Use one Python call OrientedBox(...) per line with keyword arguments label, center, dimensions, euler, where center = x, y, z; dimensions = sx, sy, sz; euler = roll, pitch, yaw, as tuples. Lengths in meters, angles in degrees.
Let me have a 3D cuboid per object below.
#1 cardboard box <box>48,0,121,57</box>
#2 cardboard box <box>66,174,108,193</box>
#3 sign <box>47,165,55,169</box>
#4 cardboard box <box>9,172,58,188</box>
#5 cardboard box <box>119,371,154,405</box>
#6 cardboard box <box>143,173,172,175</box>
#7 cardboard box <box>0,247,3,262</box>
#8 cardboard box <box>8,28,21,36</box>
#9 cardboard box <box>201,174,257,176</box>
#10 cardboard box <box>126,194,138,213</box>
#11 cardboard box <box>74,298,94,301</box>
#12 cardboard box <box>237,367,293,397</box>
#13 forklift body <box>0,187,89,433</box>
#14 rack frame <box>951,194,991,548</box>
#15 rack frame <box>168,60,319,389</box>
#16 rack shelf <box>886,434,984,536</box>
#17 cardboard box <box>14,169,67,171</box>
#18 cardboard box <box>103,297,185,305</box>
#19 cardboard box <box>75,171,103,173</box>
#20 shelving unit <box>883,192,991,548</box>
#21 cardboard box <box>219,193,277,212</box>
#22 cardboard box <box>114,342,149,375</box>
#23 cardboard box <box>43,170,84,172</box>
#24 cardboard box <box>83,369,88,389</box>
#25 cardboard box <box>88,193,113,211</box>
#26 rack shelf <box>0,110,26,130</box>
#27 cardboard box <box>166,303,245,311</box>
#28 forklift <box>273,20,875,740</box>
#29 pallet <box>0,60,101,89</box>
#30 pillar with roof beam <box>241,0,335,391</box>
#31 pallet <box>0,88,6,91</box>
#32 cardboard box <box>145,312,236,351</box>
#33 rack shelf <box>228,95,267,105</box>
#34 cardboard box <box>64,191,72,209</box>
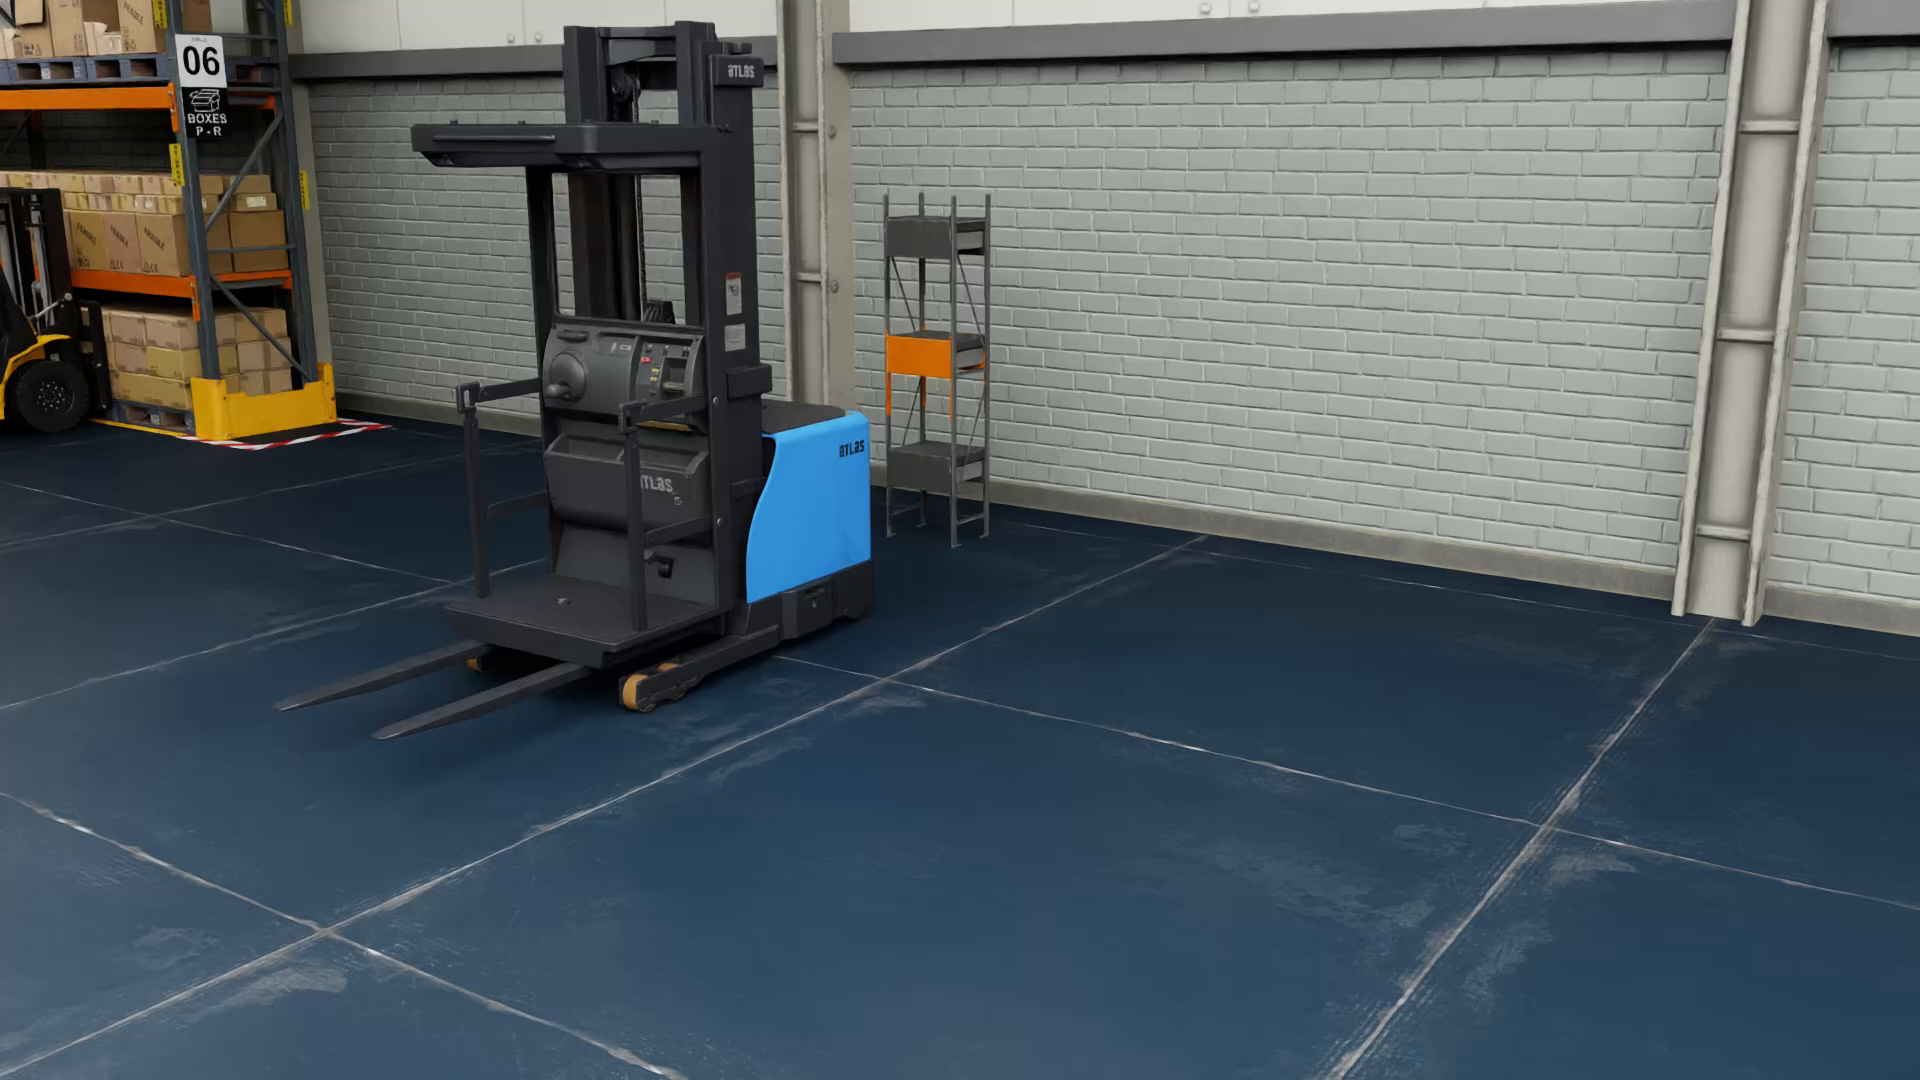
OrientedBox(label="cardboard box", center=(-7.194, -4.329, 14.037), dimensions=(0.500, 0.500, 0.700), euler=(9, 17, 33))
OrientedBox(label="cardboard box", center=(-7.426, -3.069, 14.302), dimensions=(0.250, 0.149, 0.380), euler=(10, 17, 34))
OrientedBox(label="sign", center=(-8.907, -3.510, 16.294), dimensions=(0.005, 0.325, 0.100), euler=(9, 17, 33))
OrientedBox(label="cardboard box", center=(-8.246, -3.213, 14.882), dimensions=(0.250, 0.149, 0.380), euler=(9, 16, 32))
OrientedBox(label="cardboard box", center=(-6.870, -1.342, 14.350), dimensions=(0.500, 0.250, 0.500), euler=(9, 17, 33))
OrientedBox(label="cardboard box", center=(-6.911, -3.141, 14.591), dimensions=(0.250, 0.149, 0.380), euler=(10, 17, 35))
OrientedBox(label="cardboard box", center=(-8.552, -2.811, 15.229), dimensions=(0.500, 0.500, 0.500), euler=(10, 17, 34))
OrientedBox(label="cardboard box", center=(-8.661, -4.446, 14.901), dimensions=(0.500, 0.311, 0.500), euler=(10, 17, 34))
OrientedBox(label="cardboard box", center=(-6.242, -3.048, 14.216), dimensions=(0.250, 0.149, 0.380), euler=(10, 17, 35))
OrientedBox(label="cardboard box", center=(-6.750, -2.834, 13.970), dimensions=(0.250, 0.149, 0.380), euler=(10, 17, 34))
OrientedBox(label="cardboard box", center=(-8.151, -2.033, 15.060), dimensions=(0.500, 0.250, 0.500), euler=(10, 17, 35))
OrientedBox(label="cardboard box", center=(-6.195, -1.378, 14.497), dimensions=(0.500, 0.250, 0.500), euler=(9, 17, 33))
OrientedBox(label="forklift body", center=(-8.488, -1.883, 13.453), dimensions=(1.214, 2.155, 2.313), euler=(9, 17, 33))
OrientedBox(label="rack frame", center=(0.065, -1.009, 10.028), dimensions=(0.015, 2.100, 0.400), euler=(9, 17, 33))
OrientedBox(label="rack frame", center=(-5.896, -2.404, 13.793), dimensions=(0.127, 3.000, 1.000), euler=(9, 17, 33))
OrientedBox(label="rack shelf", center=(-0.137, -0.349, 10.332), dimensions=(0.480, 0.518, 0.431), euler=(9, 17, 33))
OrientedBox(label="cardboard box", center=(-8.782, -3.466, 15.905), dimensions=(0.250, 0.149, 0.380), euler=(9, 17, 33))
OrientedBox(label="cardboard box", center=(-7.437, -2.067, 15.196), dimensions=(0.500, 0.250, 0.500), euler=(9, 16, 32))
OrientedBox(label="cardboard box", center=(-7.923, -3.331, 15.361), dimensions=(0.250, 0.149, 0.380), euler=(9, 16, 32))
OrientedBox(label="shelving unit", center=(-0.137, -1.041, 10.161), dimensions=(0.503, 2.100, 0.431), euler=(9, 17, 33))
OrientedBox(label="cardboard box", center=(-6.033, -2.865, 14.096), dimensions=(0.250, 0.149, 0.380), euler=(9, 16, 31))
OrientedBox(label="cardboard box", center=(-6.885, -1.588, 14.305), dimensions=(0.500, 0.250, 0.500), euler=(9, 17, 32))
OrientedBox(label="cardboard box", center=(-8.370, -3.391, 15.603), dimensions=(0.250, 0.149, 0.380), euler=(9, 17, 32))
OrientedBox(label="cardboard box", center=(-7.724, -1.476, 14.892), dimensions=(0.500, 0.250, 0.500), euler=(10, 17, 35))
OrientedBox(label="cardboard box", center=(-7.197, -2.896, 14.220), dimensions=(0.250, 0.149, 0.380), euler=(9, 16, 31))
OrientedBox(label="rack shelf", center=(-10.875, -4.316, 16.770), dimensions=(4.000, 0.370, 1.077), euler=(9, 17, 33))
OrientedBox(label="cardboard box", center=(-6.606, -1.927, 14.634), dimensions=(0.500, 0.250, 0.500), euler=(9, 17, 33))
OrientedBox(label="forklift", center=(-1.665, -0.798, 7.445), dimensions=(1.130, 2.935, 3.031), euler=(9, 16, 32))
OrientedBox(label="pallet", center=(-8.493, -4.245, 15.169), dimensions=(1.213, 0.211, 1.003), euler=(9, 17, 33))
OrientedBox(label="pillar with roof beam", center=(-8.374, -4.731, 10.708), dimensions=(0.400, 9.000, 9.100), euler=(9, 17, 33))
OrientedBox(label="pallet", center=(-9.955, -4.420, 16.090), dimensions=(1.217, 0.209, 0.805), euler=(8, 16, 31))
OrientedBox(label="cardboard box", center=(-6.453, -1.758, 13.951), dimensions=(0.500, 0.250, 0.500), euler=(10, 17, 35))
OrientedBox(label="rack shelf", center=(-7.556, -3.849, 14.585), dimensions=(3.687, 0.071, 0.831), euler=(9, 17, 33))
OrientedBox(label="cardboard box", center=(-7.575, -2.977, 14.548), dimensions=(0.250, 0.149, 0.380), euler=(9, 17, 32))
